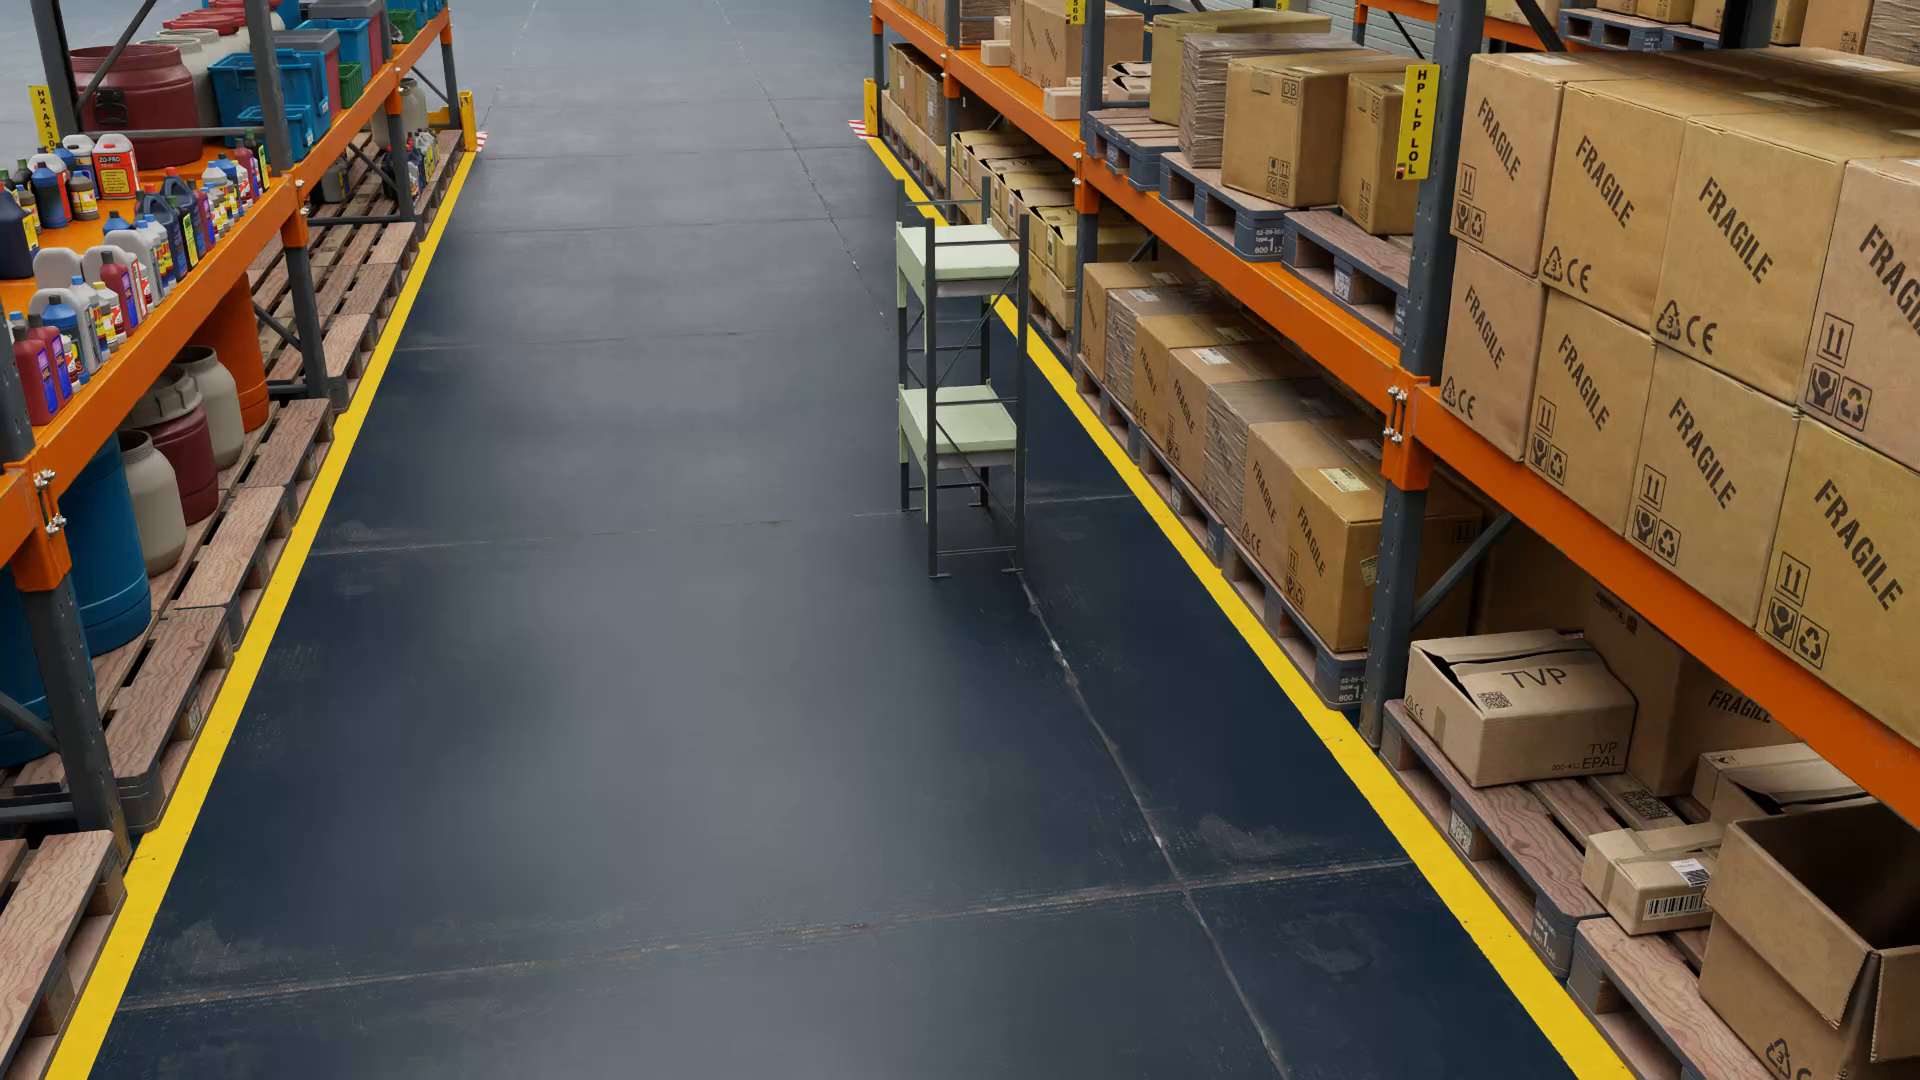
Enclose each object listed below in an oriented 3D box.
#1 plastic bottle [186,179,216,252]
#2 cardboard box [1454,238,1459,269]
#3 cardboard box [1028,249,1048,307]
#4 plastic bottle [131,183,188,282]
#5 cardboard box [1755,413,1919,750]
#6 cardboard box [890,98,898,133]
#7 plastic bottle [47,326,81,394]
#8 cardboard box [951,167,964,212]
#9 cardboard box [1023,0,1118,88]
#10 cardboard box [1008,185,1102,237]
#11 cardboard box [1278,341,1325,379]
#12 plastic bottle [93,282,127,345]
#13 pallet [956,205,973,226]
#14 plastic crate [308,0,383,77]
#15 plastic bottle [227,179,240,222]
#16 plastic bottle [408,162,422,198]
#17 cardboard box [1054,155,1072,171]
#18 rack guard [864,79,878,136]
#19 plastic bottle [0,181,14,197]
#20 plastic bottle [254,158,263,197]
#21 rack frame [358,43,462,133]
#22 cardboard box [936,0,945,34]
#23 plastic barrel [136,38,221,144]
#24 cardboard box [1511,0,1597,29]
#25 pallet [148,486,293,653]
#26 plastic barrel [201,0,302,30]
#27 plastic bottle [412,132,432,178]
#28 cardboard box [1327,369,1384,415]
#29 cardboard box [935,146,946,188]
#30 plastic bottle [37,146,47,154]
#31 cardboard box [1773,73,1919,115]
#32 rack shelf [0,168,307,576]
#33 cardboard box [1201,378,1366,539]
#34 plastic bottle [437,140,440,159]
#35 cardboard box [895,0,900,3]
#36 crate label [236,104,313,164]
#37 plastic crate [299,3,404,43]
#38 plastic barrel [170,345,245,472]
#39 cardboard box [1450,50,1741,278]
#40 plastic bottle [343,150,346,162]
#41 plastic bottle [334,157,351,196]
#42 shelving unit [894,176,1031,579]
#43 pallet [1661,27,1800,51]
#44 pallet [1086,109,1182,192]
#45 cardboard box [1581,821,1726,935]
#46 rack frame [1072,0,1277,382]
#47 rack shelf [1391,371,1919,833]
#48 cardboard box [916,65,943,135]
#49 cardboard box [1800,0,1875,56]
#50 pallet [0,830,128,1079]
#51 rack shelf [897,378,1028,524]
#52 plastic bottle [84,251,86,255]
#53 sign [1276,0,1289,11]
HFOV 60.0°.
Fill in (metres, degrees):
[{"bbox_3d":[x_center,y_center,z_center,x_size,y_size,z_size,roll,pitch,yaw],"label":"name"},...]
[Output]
[{"bbox_3d":[-3.030,-1.301,6.626,0.061,0.283,0.133,-4,24,-10],"label":"plastic bottle"},{"bbox_3d":[2.005,-1.164,5.518,0.700,0.500,0.500,-13,27,-27],"label":"cardboard box"},{"bbox_3d":[0.697,-1.620,10.122,0.500,0.250,0.500,-5,24,-10],"label":"cardboard box"},{"bbox_3d":[-2.983,-1.141,6.175,0.144,0.351,0.185,-4,24,-10],"label":"plastic bottle"},{"bbox_3d":[1.983,0.050,3.263,0.500,0.500,0.500,-5,24,-10],"label":"cardboard box"},{"bbox_3d":[-0.370,-3.952,15.461,0.500,0.250,0.500,-4,24,-10],"label":"cardboard box"},{"bbox_3d":[-2.708,-0.539,4.985,0.097,0.201,0.097,0,24,0],"label":"plastic bottle"},{"bbox_3d":[0.224,-2.625,12.423,0.500,0.250,0.500,-5,24,-11],"label":"cardboard box"},{"bbox_3d":[0.709,-3.208,10.722,0.500,0.500,0.500,-4,24,-10],"label":"cardboard box"},{"bbox_3d":[0.601,-2.076,10.466,0.500,0.311,0.500,-4,24,-10],"label":"cardboard box"},{"bbox_3d":[1.735,-0.592,7.432,0.500,0.500,0.500,-5,24,-12],"label":"cardboard box"},{"bbox_3d":[-2.805,-0.745,5.457,0.097,0.201,0.097,0,24,0],"label":"plastic bottle"},{"bbox_3d":[0.568,-2.305,12.263,1.003,0.211,1.213,-4,24,-10],"label":"pallet"},{"bbox_3d":[-4.085,-3.366,11.129,0.402,0.464,0.583,-4,24,-10],"label":"plastic crate"},{"bbox_3d":[-3.141,-1.460,7.094,0.097,0.201,0.097,0,24,0],"label":"plastic bottle"},{"bbox_3d":[-4.190,-2.741,12.631,0.152,0.276,0.135,-3,24,-8],"label":"plastic bottle"},{"bbox_3d":[0.942,-2.520,11.483,0.500,0.311,0.500,-4,24,-10],"label":"cardboard box"},{"bbox_3d":[-0.351,-4.307,16.487,1.175,0.500,0.348,-4,24,-10],"label":"rack guard"},{"bbox_3d":[-3.826,-1.305,6.651,0.097,0.271,0.097,0,24,0],"label":"plastic bottle"},{"bbox_3d":[-3.238,-1.666,7.565,0.097,0.201,0.097,0,24,0],"label":"plastic bottle"},{"bbox_3d":[-5.215,-5.078,15.129,1.000,3.000,0.127,-4,24,-10],"label":"rack frame"},{"bbox_3d":[0.201,-4.296,13.215,0.700,0.500,0.500,-5,24,-10],"label":"cardboard box"},{"bbox_3d":[-4.136,-2.371,8.792,0.421,0.512,0.421,0,24,0],"label":"plastic barrel"},{"bbox_3d":[4.875,-4.342,13.606,0.500,0.250,0.500,-4,24,-10],"label":"cardboard box"},{"bbox_3d":[-3.327,0.133,6.682,1.003,0.211,1.213,-4,24,-10],"label":"pallet"},{"bbox_3d":[-4.702,-3.560,11.027,0.600,0.901,0.708,-4,24,-10],"label":"plastic barrel"},{"bbox_3d":[-4.330,-3.082,13.318,0.144,0.351,0.185,-4,24,-10],"label":"plastic bottle"},{"bbox_3d":[1.838,-0.724,6.797,0.500,0.250,0.500,-4,24,-10],"label":"cardboard box"},{"bbox_3d":[0.093,-2.968,13.209,0.500,0.250,0.500,-4,24,-10],"label":"cardboard box"},{"bbox_3d":[-3.957,-1.551,7.199,0.061,0.283,0.133,-4,24,-10],"label":"plastic bottle"},{"bbox_3d":[2.318,-0.846,4.065,0.500,0.500,0.500,-5,24,-11],"label":"cardboard box"},{"bbox_3d":[-3.366,-0.815,6.267,1.077,0.370,4.000,-4,24,-10],"label":"rack shelf"},{"bbox_3d":[1.324,-0.344,6.864,0.500,0.500,0.500,-4,24,-9],"label":"cardboard box"},{"bbox_3d":[-4.445,-3.307,14.021,0.097,0.201,0.097,0,24,0],"label":"plastic bottle"},{"bbox_3d":[-0.273,-5.304,15.522,0.700,0.500,0.500,-4,24,-10],"label":"cardboard box"},{"bbox_3d":[-3.445,-2.048,8.400,0.303,0.233,0.416,-4,24,-10],"label":"crate label"},{"bbox_3d":[-4.447,-3.691,12.032,0.767,0.338,0.504,-4,24,-10],"label":"plastic crate"},{"bbox_3d":[-3.436,-0.577,7.407,0.421,0.512,0.421,0,24,0],"label":"plastic barrel"},{"bbox_3d":[1.683,-1.021,4.465,0.500,0.500,0.500,-4,24,-8],"label":"cardboard box"},{"bbox_3d":[-5.167,-3.220,13.822,0.097,0.201,0.097,0,24,0],"label":"plastic bottle"},{"bbox_3d":[-4.772,-2.786,12.735,0.152,0.276,0.135,-4,24,-10],"label":"plastic bottle"},{"bbox_3d":[-0.001,-0.690,6.956,0.431,1.500,0.755,-4,24,-10],"label":"shelving unit"},{"bbox_3d":[5.594,-3.352,11.417,1.003,0.211,1.213,-4,24,-10],"label":"pallet"},{"bbox_3d":[1.327,-1.947,8.200,1.213,0.211,1.003,-4,24,-10],"label":"pallet"},{"bbox_3d":[1.907,0.895,4.444,0.380,0.166,0.250,-4,24,-10],"label":"cardboard box"},{"bbox_3d":[1.133,-2.296,8.760,1.000,3.000,0.127,-4,24,-10],"label":"rack frame"},{"bbox_3d":[2.242,0.393,3.500,1.077,0.370,4.000,-4,24,-10],"label":"rack shelf"},{"bbox_3d":[-0.084,-3.706,13.961,0.500,0.500,0.500,-4,24,-10],"label":"cardboard box"},{"bbox_3d":[5.774,-3.314,10.415,0.700,0.500,0.500,-7,24,-15],"label":"cardboard box"},{"bbox_3d":[-2.822,1.206,4.224,1.003,0.211,1.213,-4,24,-10],"label":"pallet"},{"bbox_3d":[-0.001,-0.391,7.086,0.431,0.370,0.720,-4,24,-10],"label":"rack shelf"},{"bbox_3d":[-3.040,-0.916,5.847,0.097,0.201,0.097,0,24,0],"label":"plastic bottle"},{"bbox_3d":[1.665,-2.834,8.644,0.100,0.325,0.005,-4,24,-10],"label":"sign"}]
